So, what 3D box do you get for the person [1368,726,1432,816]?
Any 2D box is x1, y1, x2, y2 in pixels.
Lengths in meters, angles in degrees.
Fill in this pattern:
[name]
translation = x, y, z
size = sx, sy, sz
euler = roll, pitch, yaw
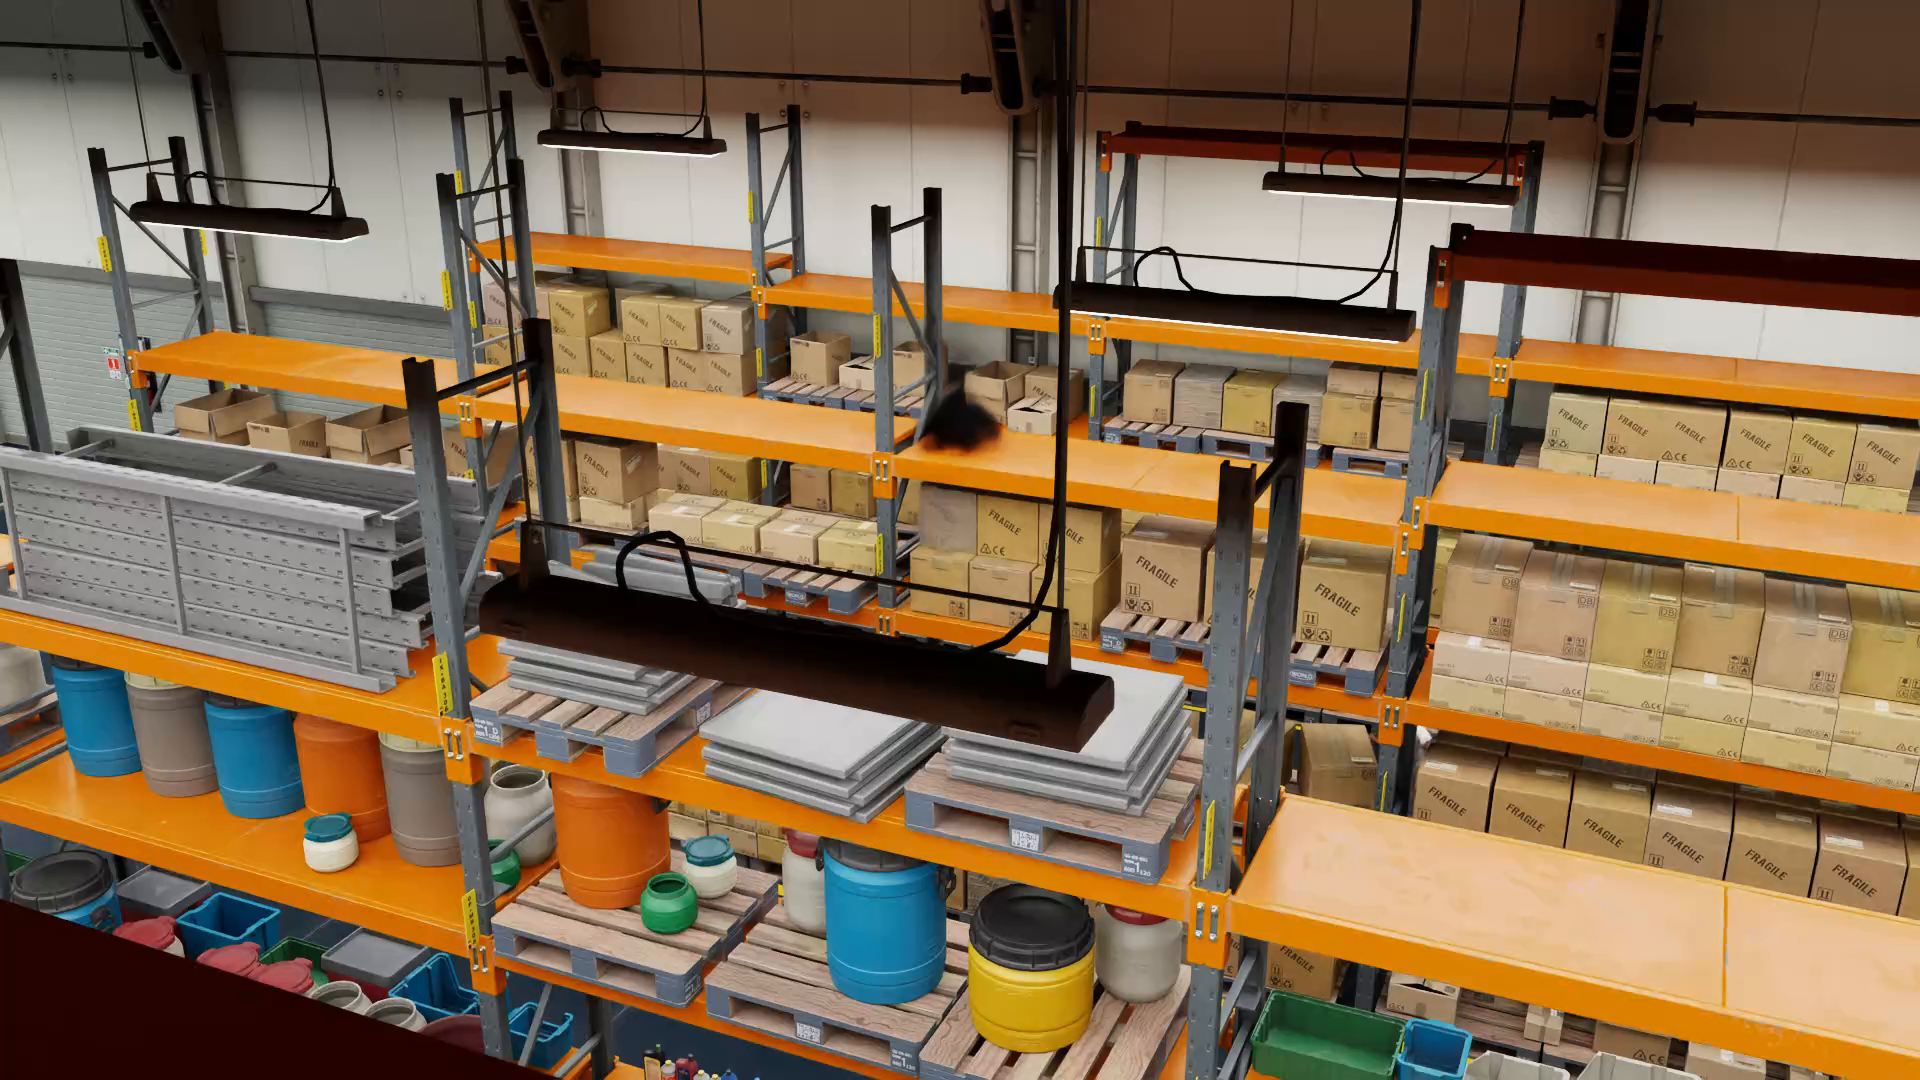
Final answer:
[person]
translation = 3.985, 2.070, 14.801
size = 0.919, 1.676, 0.677
euler = 5, 21, 14
